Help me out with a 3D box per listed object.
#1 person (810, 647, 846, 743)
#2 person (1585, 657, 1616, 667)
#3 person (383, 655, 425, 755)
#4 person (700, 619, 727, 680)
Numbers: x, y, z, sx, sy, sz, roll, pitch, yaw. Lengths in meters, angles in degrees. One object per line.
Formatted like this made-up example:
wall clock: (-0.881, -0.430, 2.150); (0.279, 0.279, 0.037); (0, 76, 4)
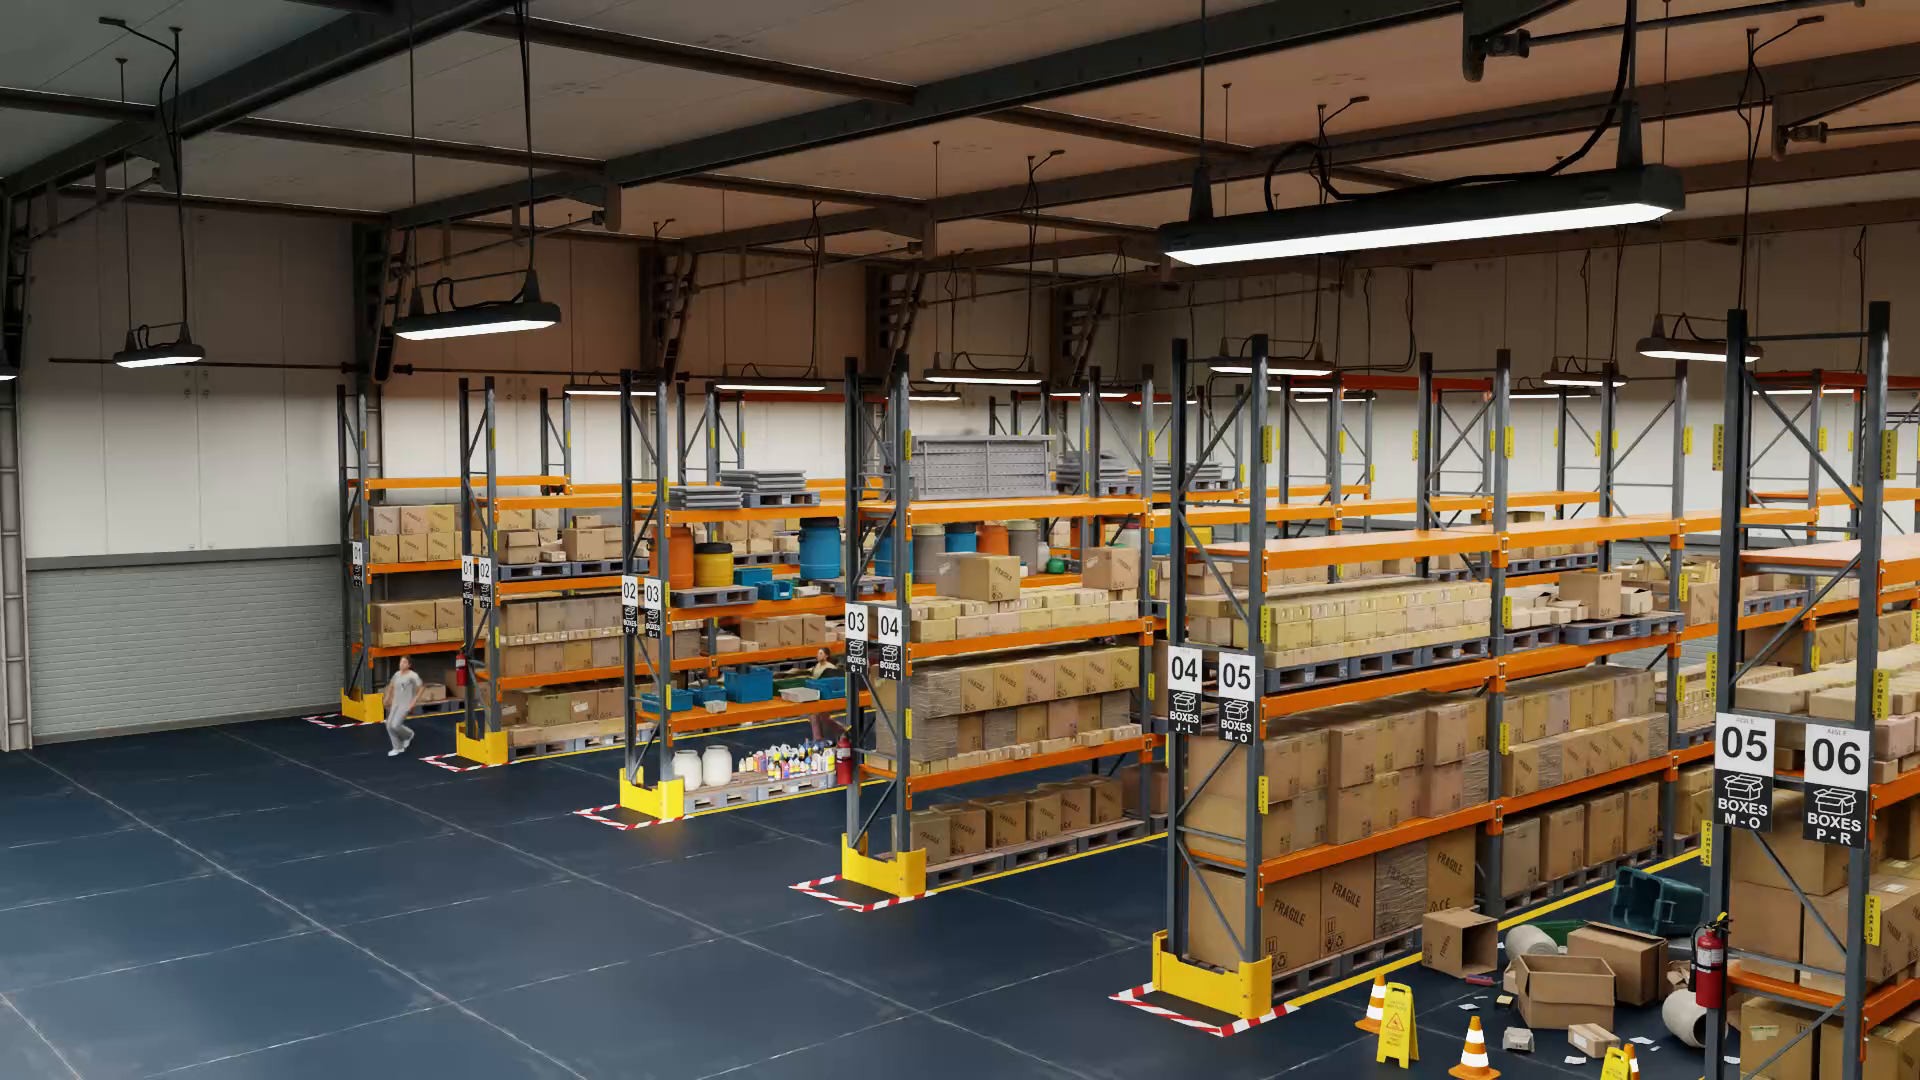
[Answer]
person: (-2.198, 2.572, 27.120); (0.587, 1.638, 0.752); (3, 5, 42)
person: (10.122, 2.560, 26.260); (0.631, 1.798, 0.947); (3, 5, 41)
person: (-8.865, 2.634, 26.471); (0.617, 1.626, 0.533); (2, 4, 25)
person: (-4.652, 2.256, 31.752); (0.645, 1.678, 0.618); (2, 4, 33)
